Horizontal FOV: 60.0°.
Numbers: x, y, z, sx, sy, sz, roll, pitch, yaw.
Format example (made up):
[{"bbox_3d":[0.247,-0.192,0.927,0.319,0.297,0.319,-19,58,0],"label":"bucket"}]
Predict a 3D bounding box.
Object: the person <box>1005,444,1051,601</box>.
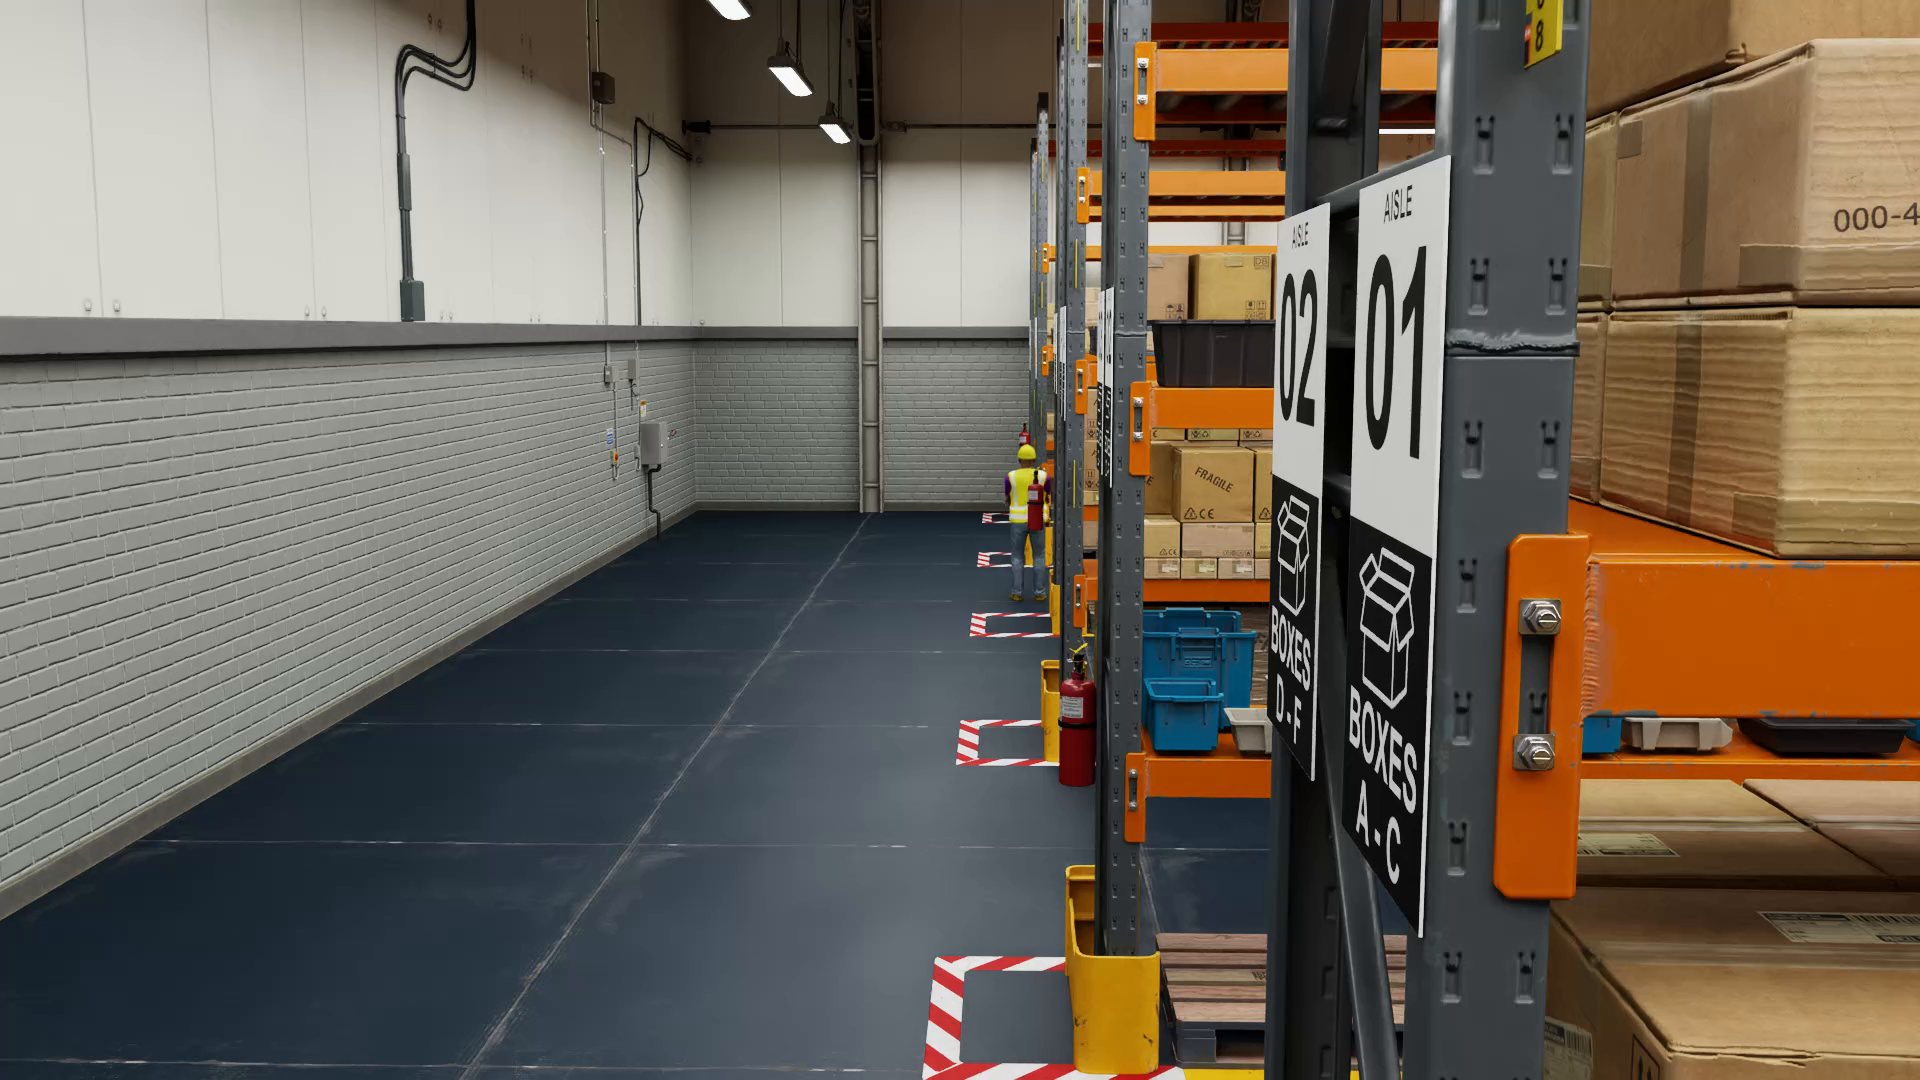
[{"bbox_3d":[0.763,-0.209,18.837,0.521,1.767,0.573,0,7,1],"label":"person"}]
